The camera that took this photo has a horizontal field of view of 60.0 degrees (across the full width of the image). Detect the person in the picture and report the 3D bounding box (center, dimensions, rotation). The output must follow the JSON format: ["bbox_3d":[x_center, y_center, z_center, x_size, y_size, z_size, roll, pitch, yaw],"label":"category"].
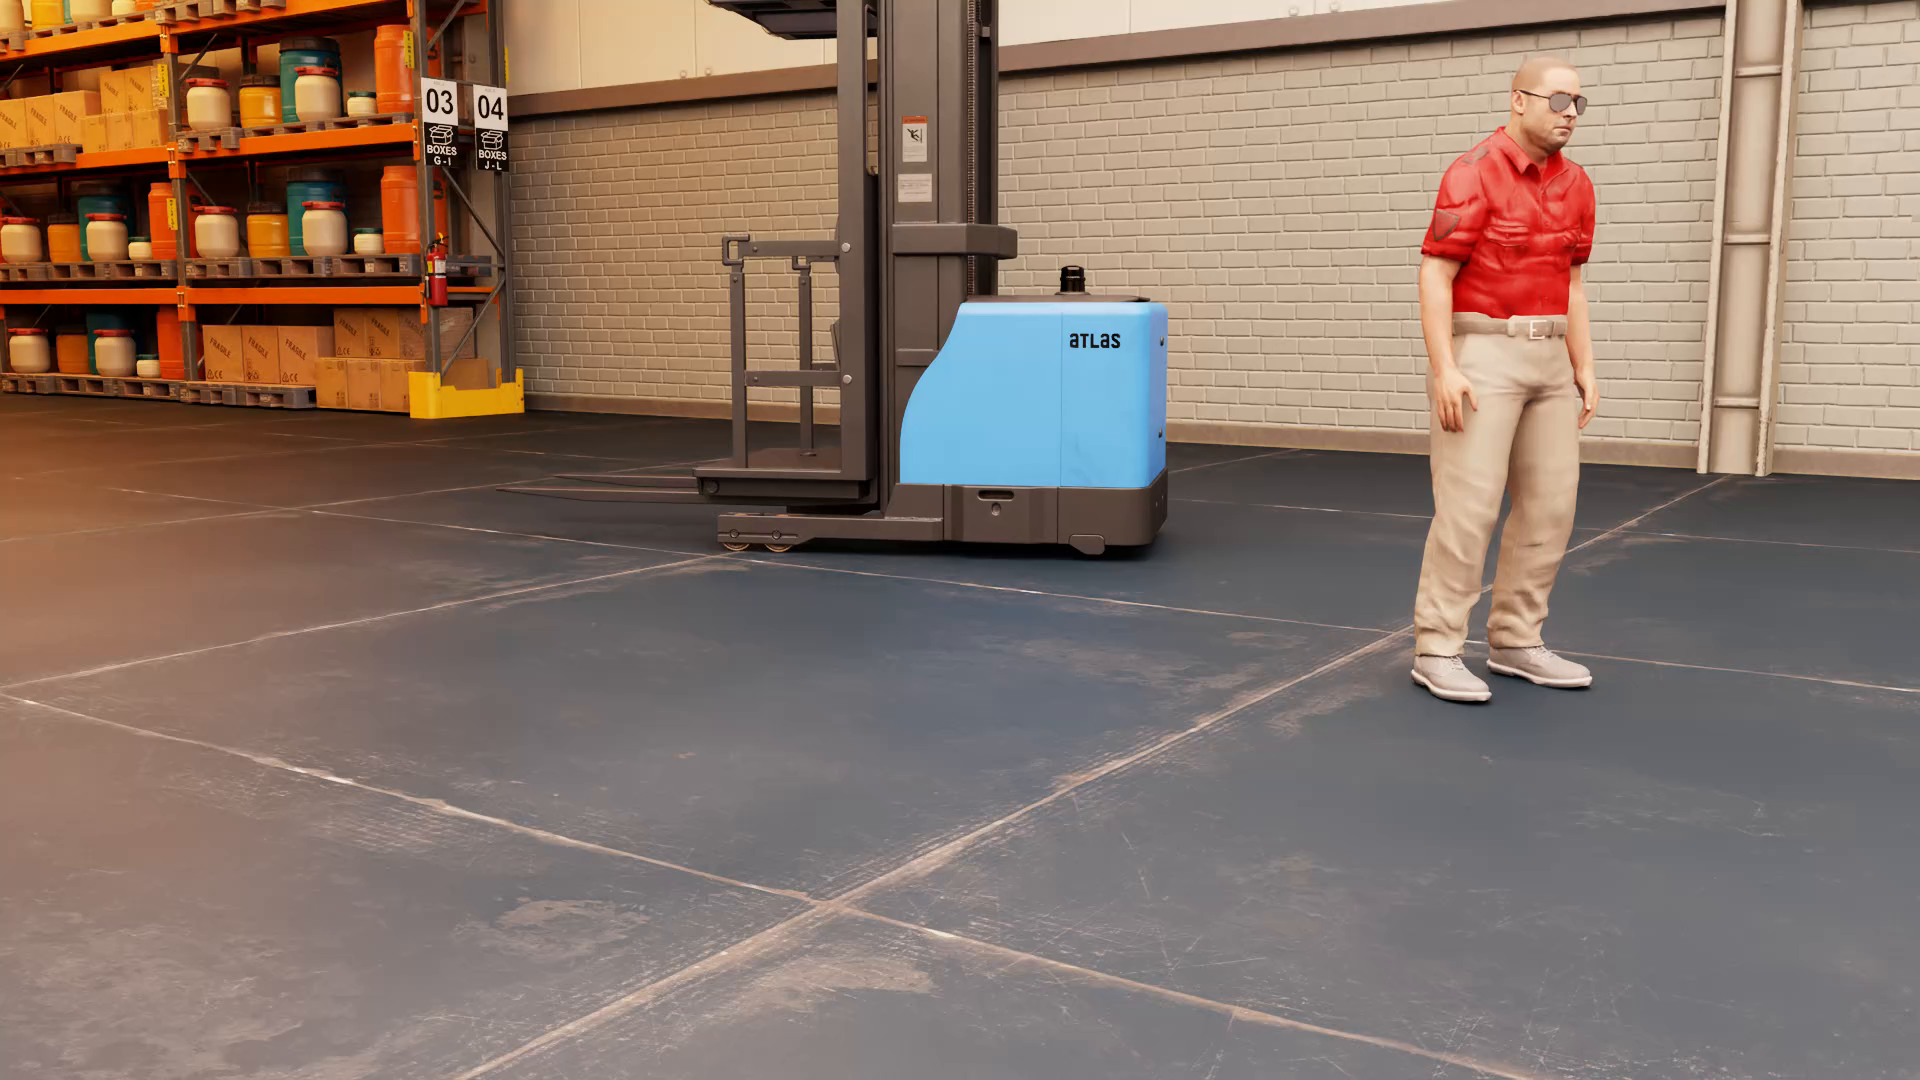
[{"bbox_3d":[1.529,-0.449,4.618,0.585,1.727,0.392,-4,9,-26],"label":"person"}]

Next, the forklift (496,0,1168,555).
[{"bbox_3d":[-0.596,-1.469,7.520,3.031,2.935,1.130,2,8,12],"label":"forklift"}]
